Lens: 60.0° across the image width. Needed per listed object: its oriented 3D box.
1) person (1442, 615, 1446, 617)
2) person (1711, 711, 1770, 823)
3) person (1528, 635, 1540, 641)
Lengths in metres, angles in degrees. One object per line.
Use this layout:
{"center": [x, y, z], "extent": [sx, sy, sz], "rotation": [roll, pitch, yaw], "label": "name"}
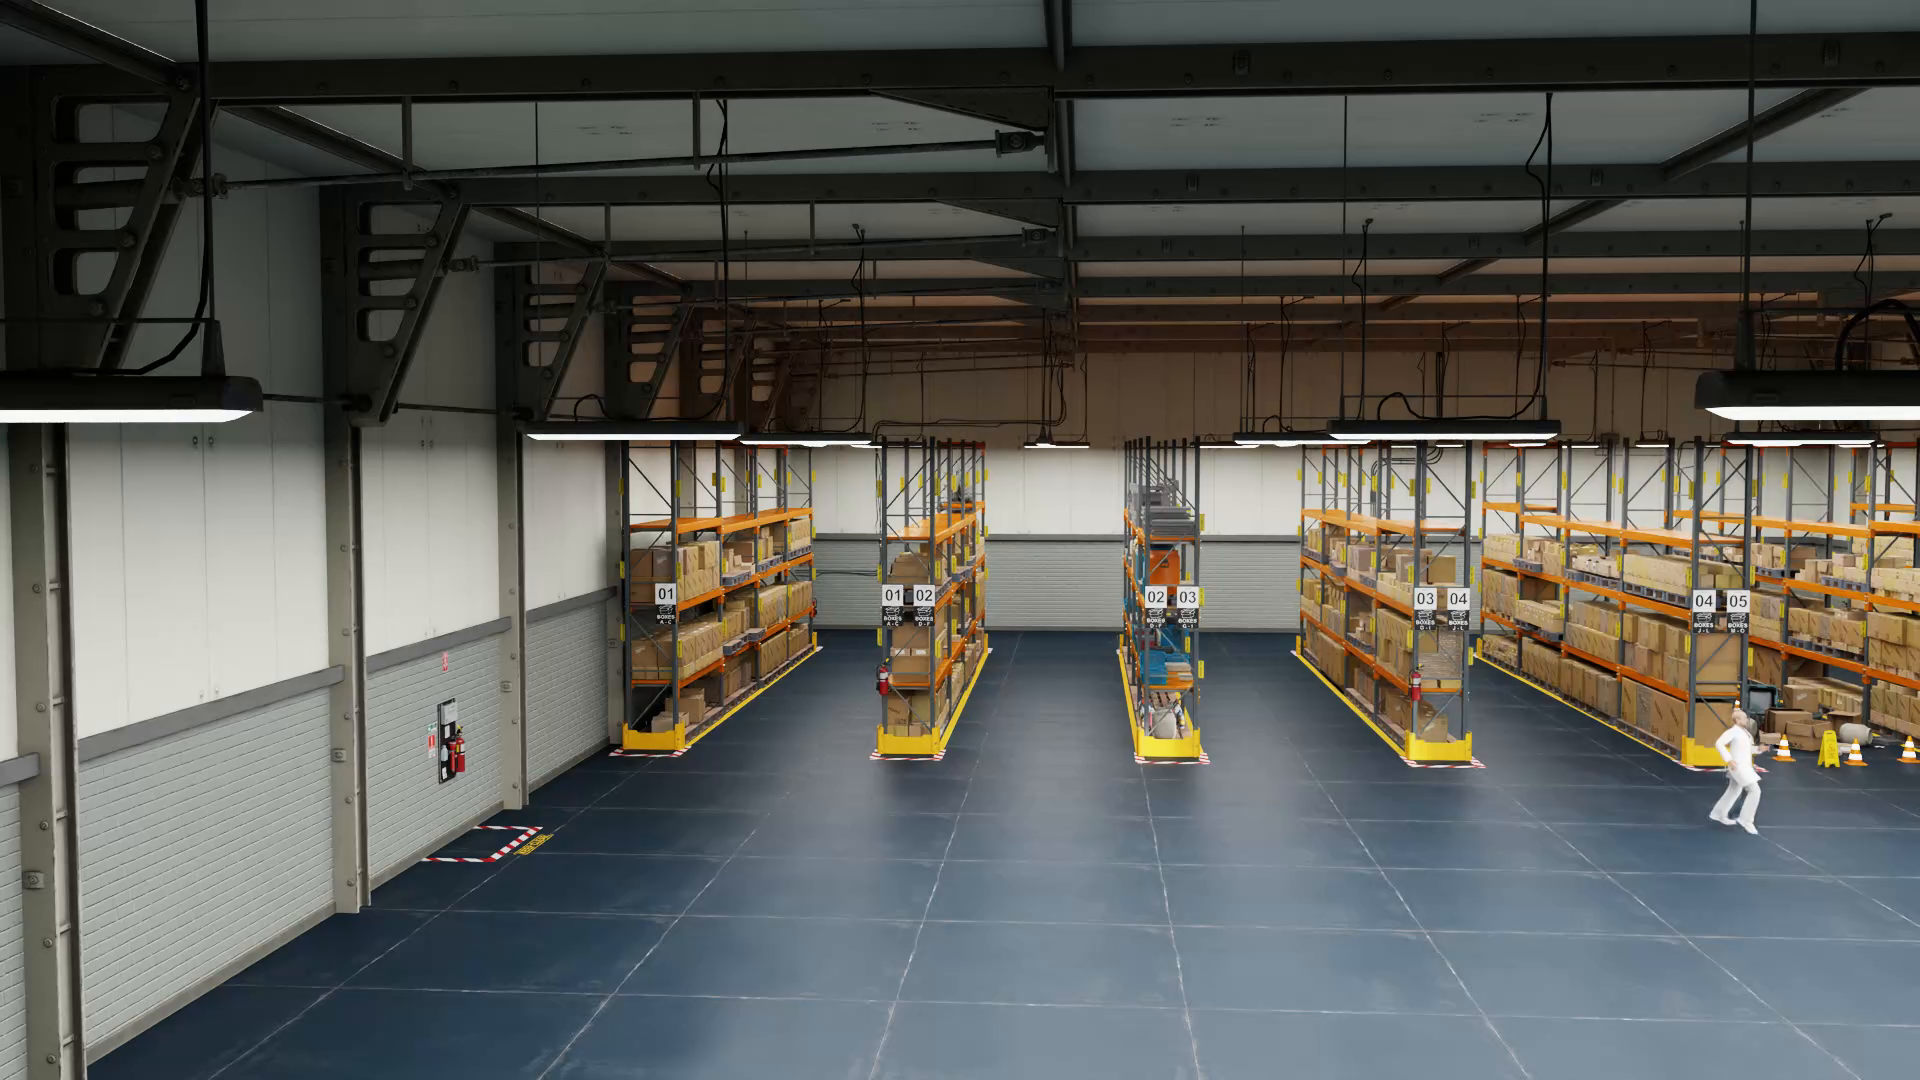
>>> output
{"center": [13.302, 2.381, 46.792], "extent": [0.765, 1.675, 0.664], "rotation": [2, 4, 35], "label": "person"}
{"center": [11.764, 3.407, 25.066], "extent": [0.803, 1.671, 0.668], "rotation": [2, 4, 32], "label": "person"}
{"center": [16.166, 2.451, 46.931], "extent": [0.571, 1.565, 0.710], "rotation": [-1, 3, -25], "label": "person"}
